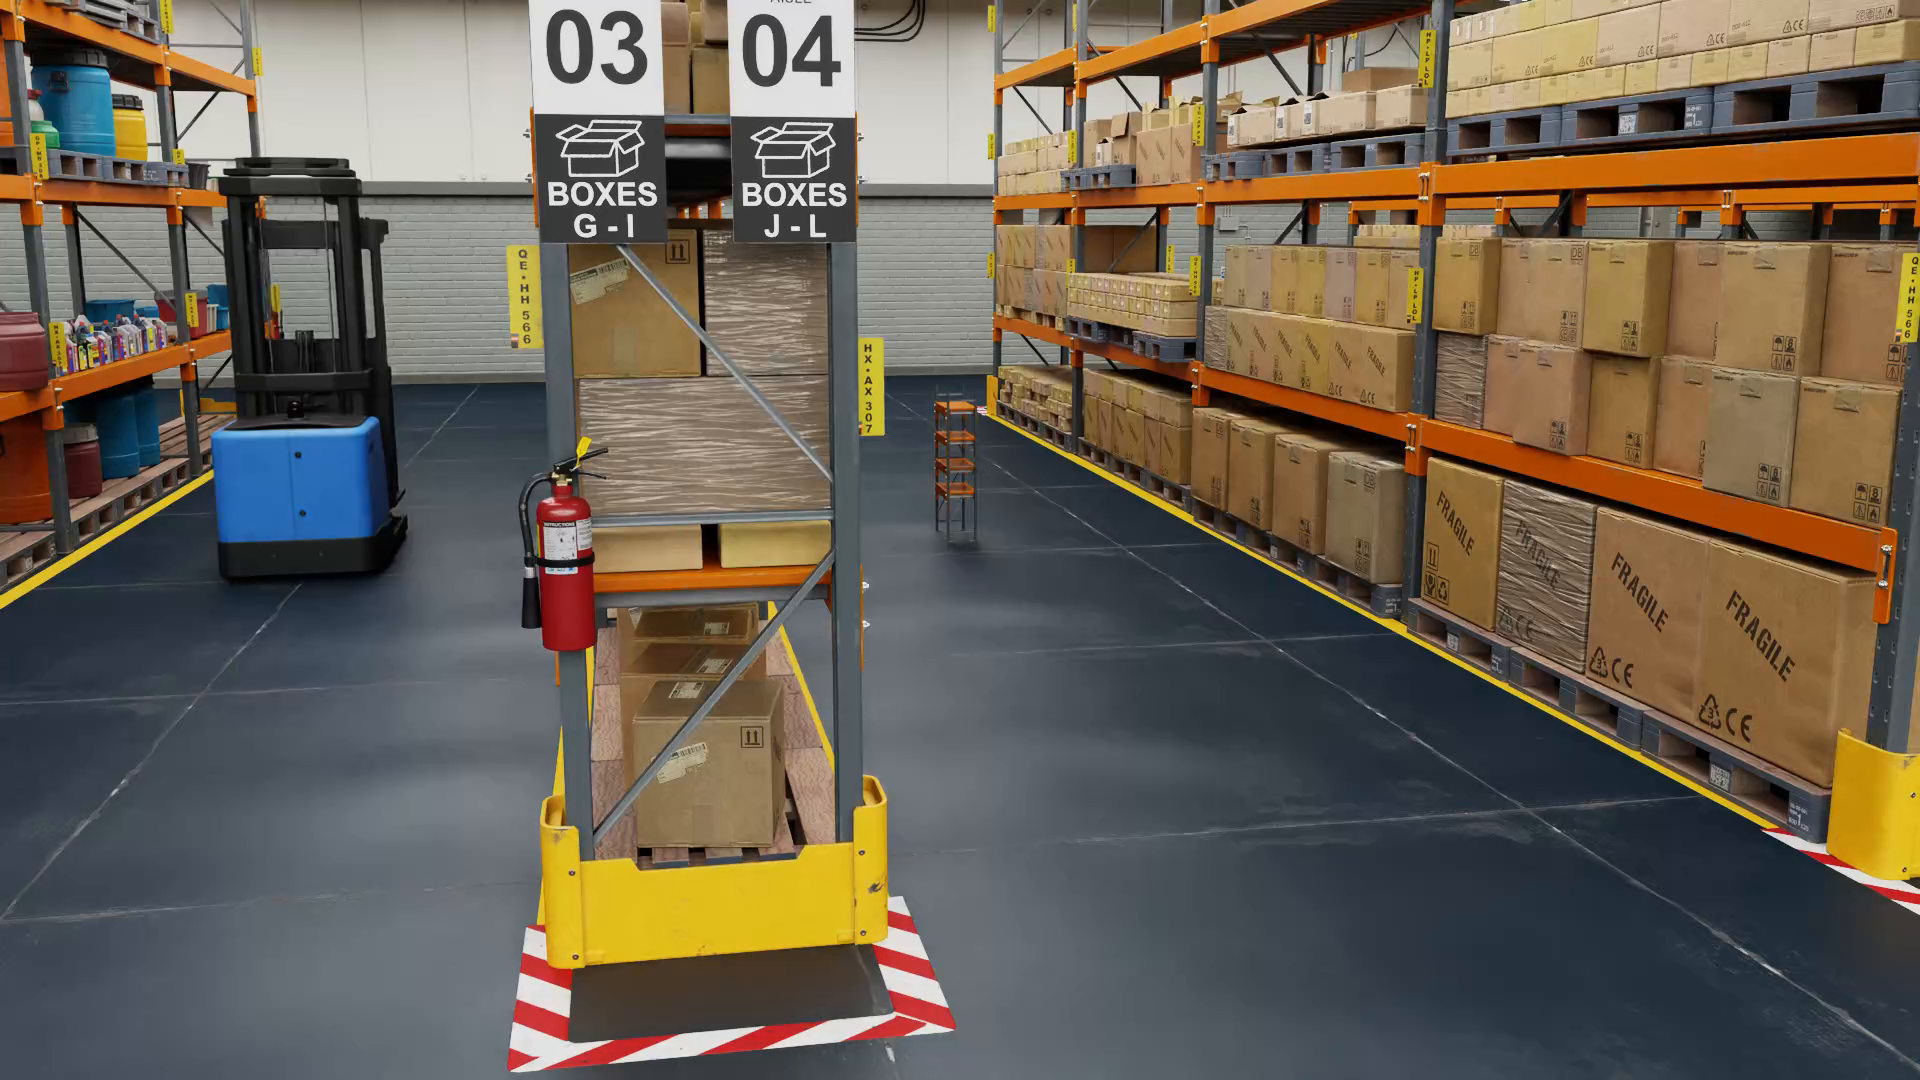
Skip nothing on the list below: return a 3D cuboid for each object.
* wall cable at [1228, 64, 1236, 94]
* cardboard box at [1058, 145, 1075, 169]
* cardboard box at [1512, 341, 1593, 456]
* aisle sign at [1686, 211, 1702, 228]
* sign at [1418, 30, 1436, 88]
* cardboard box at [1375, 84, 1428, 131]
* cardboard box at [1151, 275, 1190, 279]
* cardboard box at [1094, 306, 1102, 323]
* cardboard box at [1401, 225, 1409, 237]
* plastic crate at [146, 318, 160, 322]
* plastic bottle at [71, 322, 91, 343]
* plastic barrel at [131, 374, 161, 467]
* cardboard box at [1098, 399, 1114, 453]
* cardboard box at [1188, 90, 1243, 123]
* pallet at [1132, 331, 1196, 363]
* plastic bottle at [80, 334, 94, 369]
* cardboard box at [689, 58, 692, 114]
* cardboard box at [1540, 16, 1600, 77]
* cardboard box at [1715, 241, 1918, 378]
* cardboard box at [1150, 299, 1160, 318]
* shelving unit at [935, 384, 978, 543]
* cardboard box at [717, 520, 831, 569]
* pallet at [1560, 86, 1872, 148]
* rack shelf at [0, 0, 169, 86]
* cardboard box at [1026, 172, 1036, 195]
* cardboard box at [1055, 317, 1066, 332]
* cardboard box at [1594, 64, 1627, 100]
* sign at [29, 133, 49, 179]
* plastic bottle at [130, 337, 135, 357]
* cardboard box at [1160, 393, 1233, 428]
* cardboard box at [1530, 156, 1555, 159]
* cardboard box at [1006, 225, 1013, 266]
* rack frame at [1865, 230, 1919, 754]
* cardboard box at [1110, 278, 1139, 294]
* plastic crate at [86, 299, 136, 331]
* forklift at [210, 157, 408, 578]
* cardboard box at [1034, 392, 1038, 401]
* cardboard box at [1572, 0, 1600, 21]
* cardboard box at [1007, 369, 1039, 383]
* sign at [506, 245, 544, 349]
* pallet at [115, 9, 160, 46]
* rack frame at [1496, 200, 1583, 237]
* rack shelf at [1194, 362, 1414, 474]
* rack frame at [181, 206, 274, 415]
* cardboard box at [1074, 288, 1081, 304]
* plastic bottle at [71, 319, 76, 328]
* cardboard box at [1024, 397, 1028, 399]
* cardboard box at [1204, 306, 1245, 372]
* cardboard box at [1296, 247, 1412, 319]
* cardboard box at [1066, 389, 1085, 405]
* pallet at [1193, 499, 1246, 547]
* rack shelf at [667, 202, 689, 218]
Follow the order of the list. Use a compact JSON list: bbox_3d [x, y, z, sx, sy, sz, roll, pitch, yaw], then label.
[{"bbox_3d":[4.391,-7.340,27.693,0.463,3.000,0.029,-2,11,-11],"label":"wall cable"},{"bbox_3d":[1.376,-4.149,18.012,0.500,0.250,0.500,-3,11,-14],"label":"cardboard box"},{"bbox_3d":[3.474,-0.764,8.785,0.875,0.550,0.550,-2,11,-11],"label":"cardboard box"},{"bbox_3d":[10.340,-4.820,23.545,0.394,0.787,0.004,-2,11,-11],"label":"aisle sign"},{"bbox_3d":[2.741,-2.821,9.749,0.100,0.325,0.005,-2,11,-11],"label":"sign"},{"bbox_3d":[2.977,-2.740,10.556,0.500,0.250,0.500,-2,11,-10],"label":"cardboard box"},{"bbox_3d":[2.138,-2.592,16.747,0.380,0.149,0.250,-2,11,-11],"label":"cardboard box"},{"bbox_3d":[1.543,-2.232,16.451,0.380,0.149,0.250,-3,11,-14],"label":"cardboard box"},{"bbox_3d":[5.809,-3.905,21.016,0.380,0.149,0.250,-2,11,-10],"label":"cardboard box"},{"bbox_3d":[-8.661,-2.294,17.772,0.293,0.136,0.466,-2,11,-11],"label":"plastic crate"},{"bbox_3d":[-7.437,-1.673,14.094,0.144,0.351,0.185,-2,11,-11],"label":"plastic bottle"},{"bbox_3d":[-7.939,-1.161,15.762,0.600,0.901,0.708,-2,11,-11],"label":"plastic barrel"},{"bbox_3d":[1.704,-1.164,16.852,0.500,0.500,0.500,-2,11,-8],"label":"cardboard box"},{"bbox_3d":[2.160,-3.658,14.054,0.396,0.266,0.258,-2,11,-11],"label":"cardboard box"},{"bbox_3d":[2.250,-1.727,14.759,1.213,0.211,1.003,-2,11,-11],"label":"pallet"},{"bbox_3d":[-7.133,-1.539,13.574,0.061,0.283,0.133,-2,11,-11],"label":"plastic bottle"},{"bbox_3d":[-0.782,-1.657,6.259,0.500,0.250,0.500,-2,11,-12],"label":"cardboard box"},{"bbox_3d":[3.290,-2.477,8.381,0.500,0.250,0.500,-2,11,-12],"label":"cardboard box"},{"bbox_3d":[3.818,-0.998,7.128,0.875,0.550,0.550,-2,11,-11],"label":"cardboard box"},{"bbox_3d":[1.897,-2.046,14.677,0.380,0.149,0.250,-2,11,-9],"label":"cardboard box"},{"bbox_3d":[-0.032,-0.620,13.244,0.258,1.200,0.503,-2,11,-11],"label":"shelving unit"},{"bbox_3d":[-0.657,-0.003,5.859,0.380,0.149,0.250,-2,11,-11],"label":"cardboard box"},{"bbox_3d":[3.654,-2.017,7.985,1.003,0.211,1.213,-2,11,-11],"label":"pallet"},{"bbox_3d":[-7.639,-4.116,13.749,1.077,0.370,4.000,-2,11,-11],"label":"rack shelf"},{"bbox_3d":[1.075,-4.184,19.534,0.500,0.250,0.500,-2,11,-11],"label":"cardboard box"},{"bbox_3d":[1.273,-2.391,18.411,0.380,0.149,0.250,-2,11,-13],"label":"cardboard box"},{"bbox_3d":[3.305,-2.208,8.033,0.380,0.149,0.250,-2,11,-10],"label":"cardboard box"},{"bbox_3d":[-6.711,-2.796,12.120,0.100,0.325,0.005,-2,11,-11],"label":"sign"},{"bbox_3d":[-7.389,-1.723,14.759,0.097,0.201,0.097,0,11,0],"label":"plastic bottle"},{"bbox_3d":[2.103,-1.157,14.808,0.500,0.250,0.500,-2,11,-12],"label":"cardboard box"},{"bbox_3d":[6.438,-4.183,17.739,0.500,0.500,0.500,-2,11,-12],"label":"cardboard box"},{"bbox_3d":[0.869,-3.663,20.685,0.500,0.500,0.500,-2,11,-9],"label":"cardboard box"},{"bbox_3d":[4.050,-0.227,6.366,1.000,3.000,0.127,-2,11,-11],"label":"rack frame"},{"bbox_3d":[1.649,-2.427,15.886,0.380,0.149,0.250,-2,11,-9],"label":"cardboard box"},{"bbox_3d":[-8.453,-2.181,16.513,0.392,0.384,0.575,-2,11,-11],"label":"plastic crate"},{"bbox_3d":[-4.939,-1.407,12.752,1.130,2.935,3.031,-2,11,-13],"label":"forklift"},{"bbox_3d":[1.102,-1.769,20.177,0.380,0.149,0.250,-2,11,-8],"label":"cardboard box"},{"bbox_3d":[3.258,-2.645,8.198,0.380,0.149,0.250,-2,11,-11],"label":"cardboard box"},{"bbox_3d":[0.801,-2.054,20.876,0.380,0.149,0.250,-2,11,-11],"label":"cardboard box"},{"bbox_3d":[-1.384,-0.773,5.291,0.100,0.325,0.005,-2,11,-11],"label":"sign"},{"bbox_3d":[-7.837,-4.593,14.835,1.003,0.211,1.213,-2,11,-11],"label":"pallet"},{"bbox_3d":[6.551,-2.626,18.973,1.000,3.000,0.127,-2,11,-11],"label":"rack frame"},{"bbox_3d":[2.883,-0.974,12.215,1.077,0.370,4.000,-2,11,-11],"label":"rack shelf"},{"bbox_3d":[-8.806,-2.819,19.987,1.000,3.000,0.127,-2,11,-11],"label":"rack frame"},{"bbox_3d":[1.393,-2.520,17.169,0.380,0.149,0.250,-2,11,-12],"label":"cardboard box"},{"bbox_3d":[-8.375,-1.946,15.709,0.061,0.283,0.133,-2,11,-11],"label":"plastic bottle"},{"bbox_3d":[0.997,-1.675,20.476,0.380,0.149,0.250,-2,11,-11],"label":"cardboard box"},{"bbox_3d":[2.316,-1.651,13.581,0.500,0.500,0.500,-2,11,-10],"label":"cardboard box"},{"bbox_3d":[2.872,-1.871,12.064,0.700,0.500,0.500,-2,11,-12],"label":"cardboard box"},{"bbox_3d":[1.391,-1.582,18.394,0.380,0.149,0.250,-2,11,-9],"label":"cardboard box"},{"bbox_3d":[2.573,-0.177,13.562,1.003,0.211,1.213,-2,11,-11],"label":"pallet"},{"bbox_3d":[-3.558,-3.753,18.793,1.077,0.370,4.000,-2,11,-11],"label":"rack shelf"}]
